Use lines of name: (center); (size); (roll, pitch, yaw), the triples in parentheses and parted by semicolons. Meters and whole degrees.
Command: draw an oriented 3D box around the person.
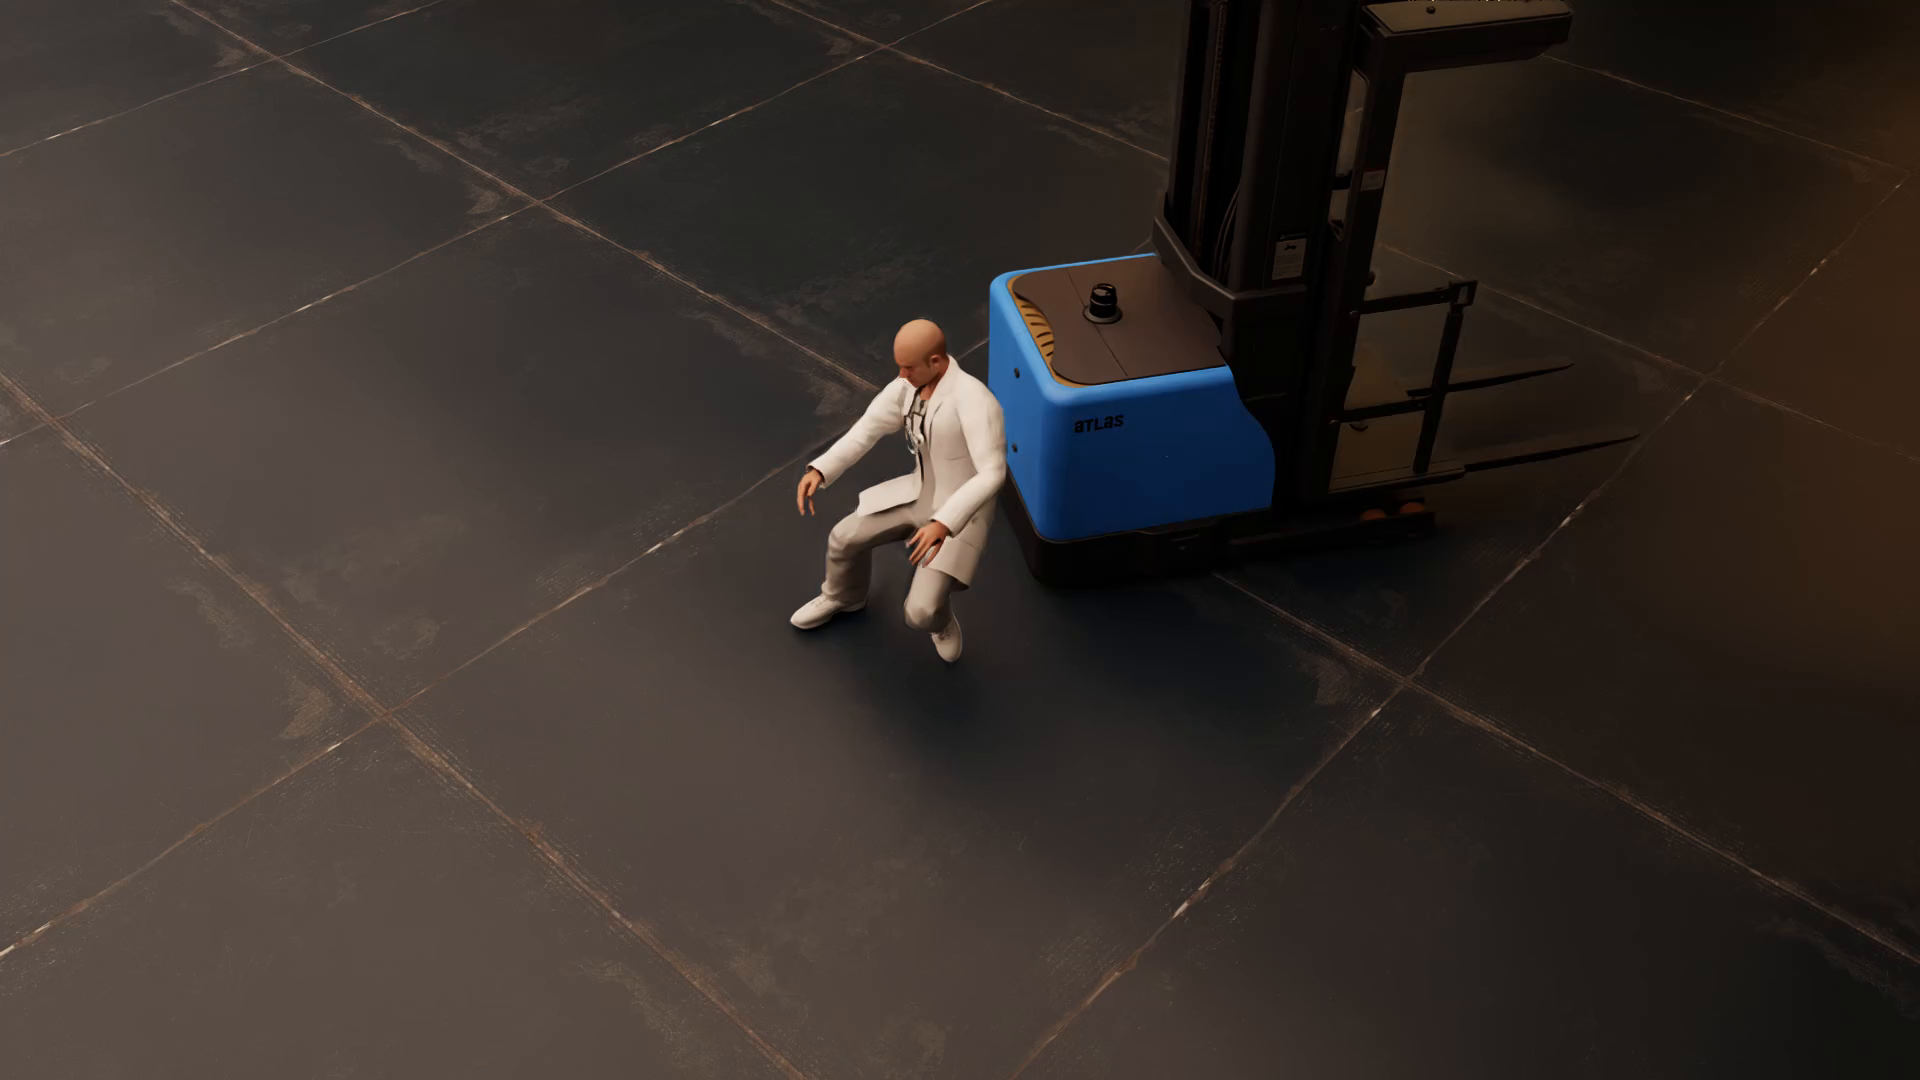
person: (-0.247, -0.117, 6.610); (0.773, 1.566, 0.886); (-25, 46, -26)

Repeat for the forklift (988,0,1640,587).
forklift: (1.693, -1.418, 7.081); (3.031, 2.935, 1.130); (-9, 41, -11)
